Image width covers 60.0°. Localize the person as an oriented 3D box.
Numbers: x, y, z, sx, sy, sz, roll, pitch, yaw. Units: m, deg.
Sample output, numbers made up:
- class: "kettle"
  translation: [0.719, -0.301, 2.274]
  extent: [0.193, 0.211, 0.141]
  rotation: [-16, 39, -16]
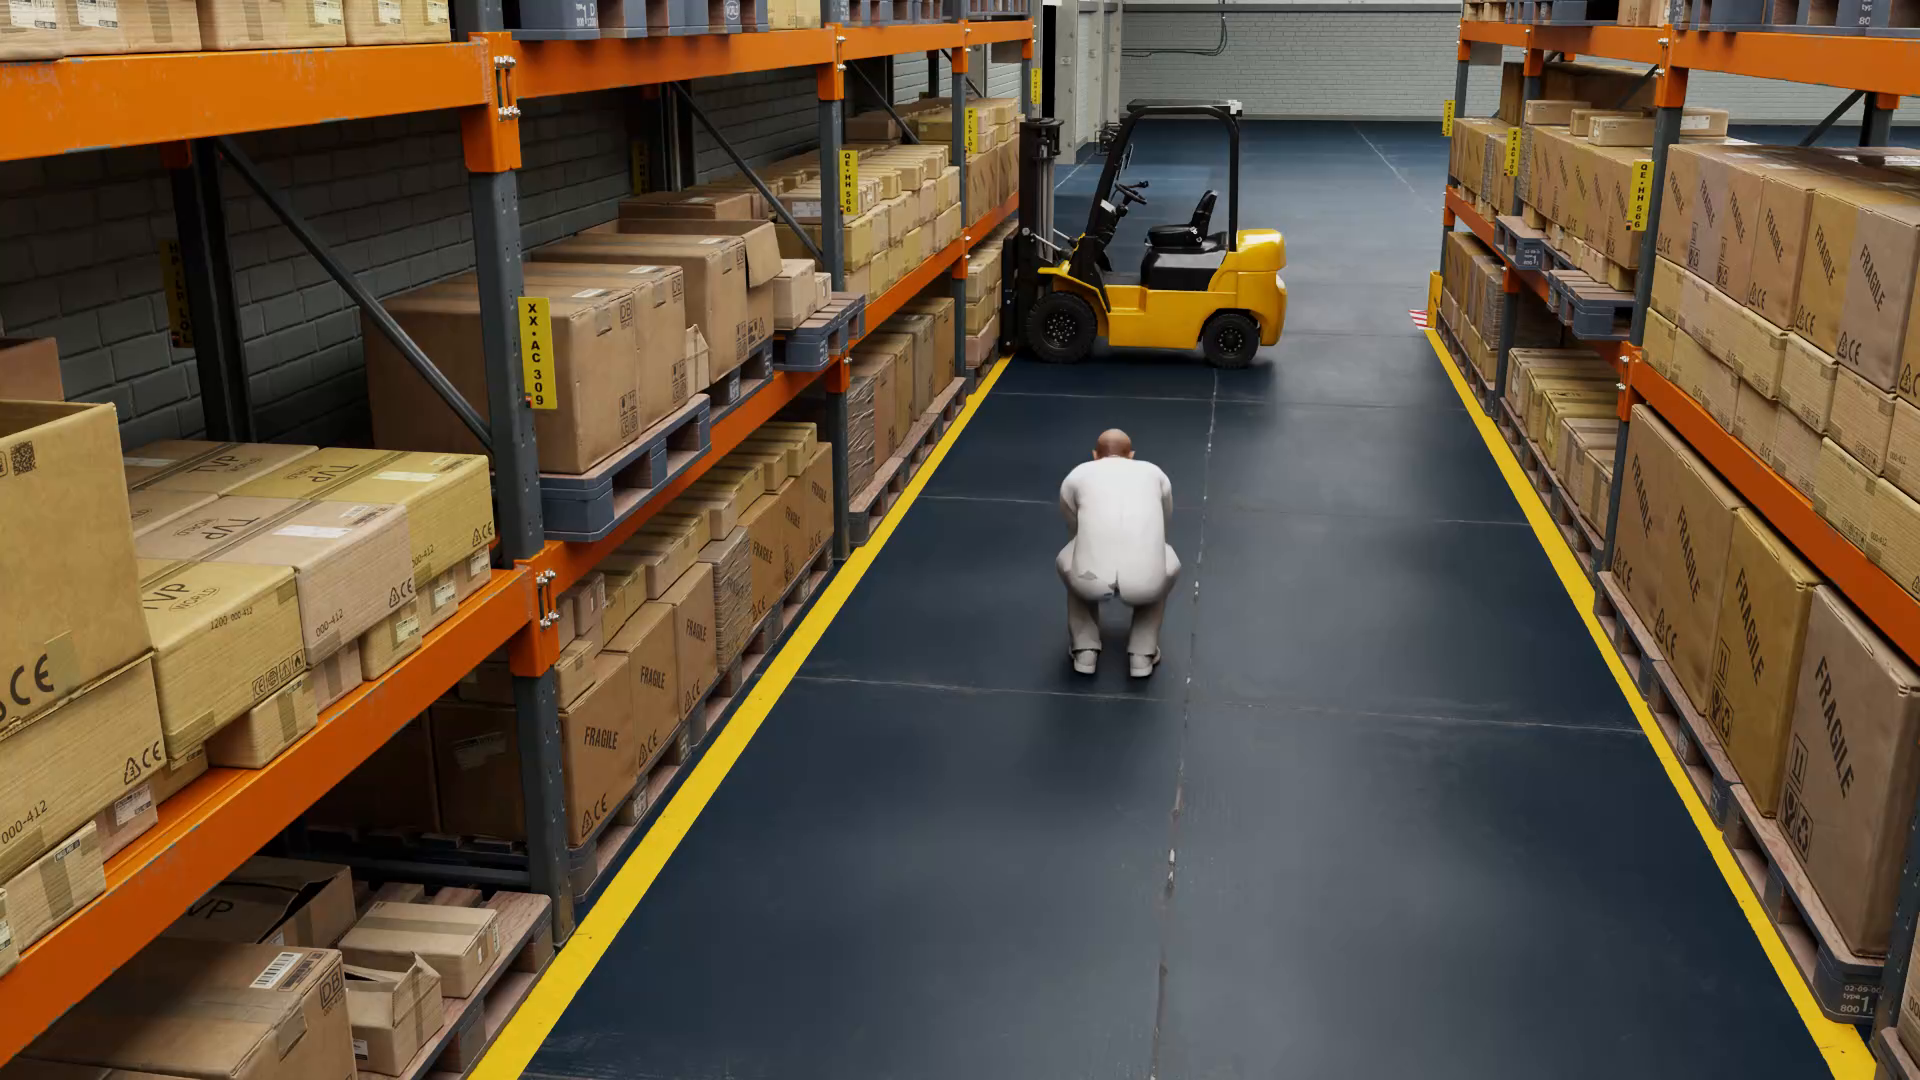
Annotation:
- class: "person"
  translation: [0.737, 0.051, 7.701]
  extent: [0.577, 1.006, 0.930]
  rotation: [2, 18, 7]
